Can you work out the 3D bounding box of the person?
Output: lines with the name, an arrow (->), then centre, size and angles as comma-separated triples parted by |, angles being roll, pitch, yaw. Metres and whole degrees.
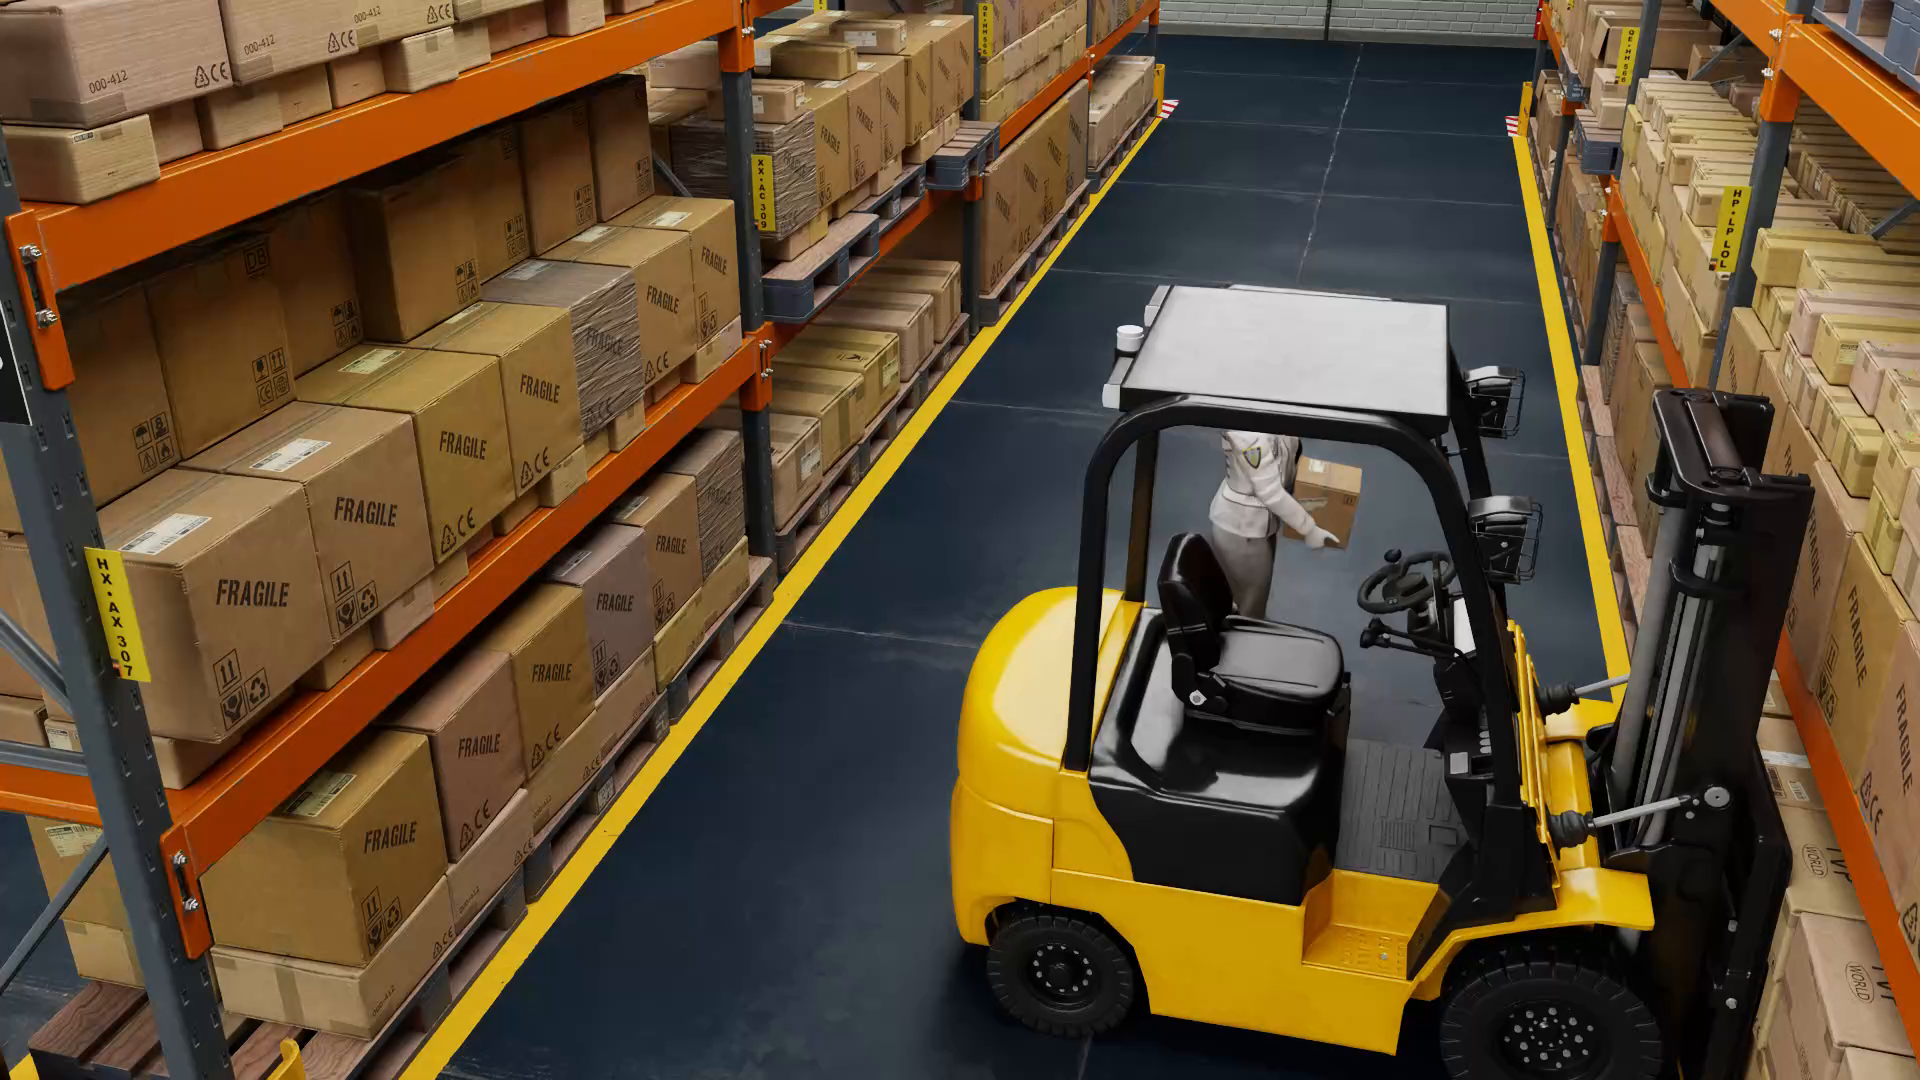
person -> 1.251, -0.037, 6.662 | 0.530, 1.691, 0.446 | 6, 26, 13
